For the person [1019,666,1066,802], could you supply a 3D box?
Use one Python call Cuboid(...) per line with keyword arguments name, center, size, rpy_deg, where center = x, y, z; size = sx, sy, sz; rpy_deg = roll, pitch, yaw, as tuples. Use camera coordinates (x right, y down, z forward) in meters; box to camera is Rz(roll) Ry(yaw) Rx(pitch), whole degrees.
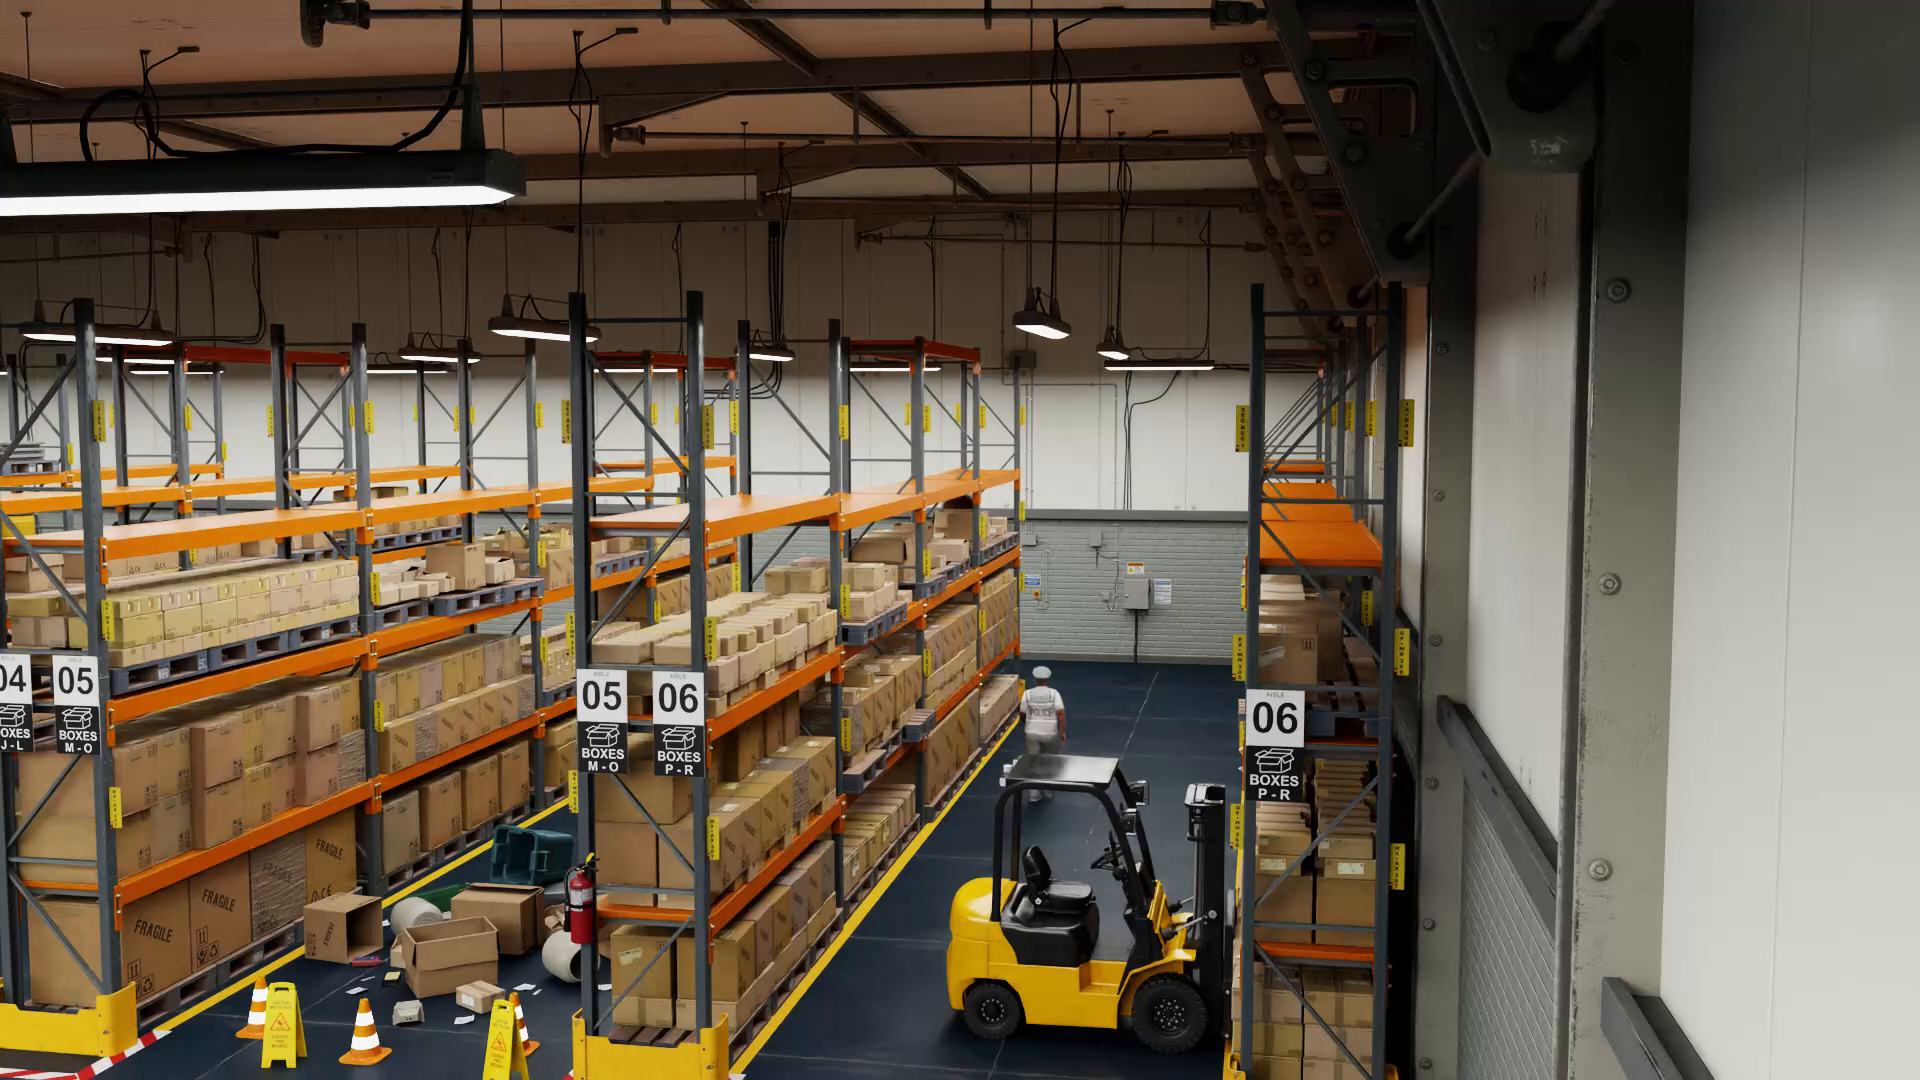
Cuboid(name="person", center=(1.092, 2.566, 21.850), size=(0.640, 1.822, 0.698), rpy_deg=(1, 5, 15))
